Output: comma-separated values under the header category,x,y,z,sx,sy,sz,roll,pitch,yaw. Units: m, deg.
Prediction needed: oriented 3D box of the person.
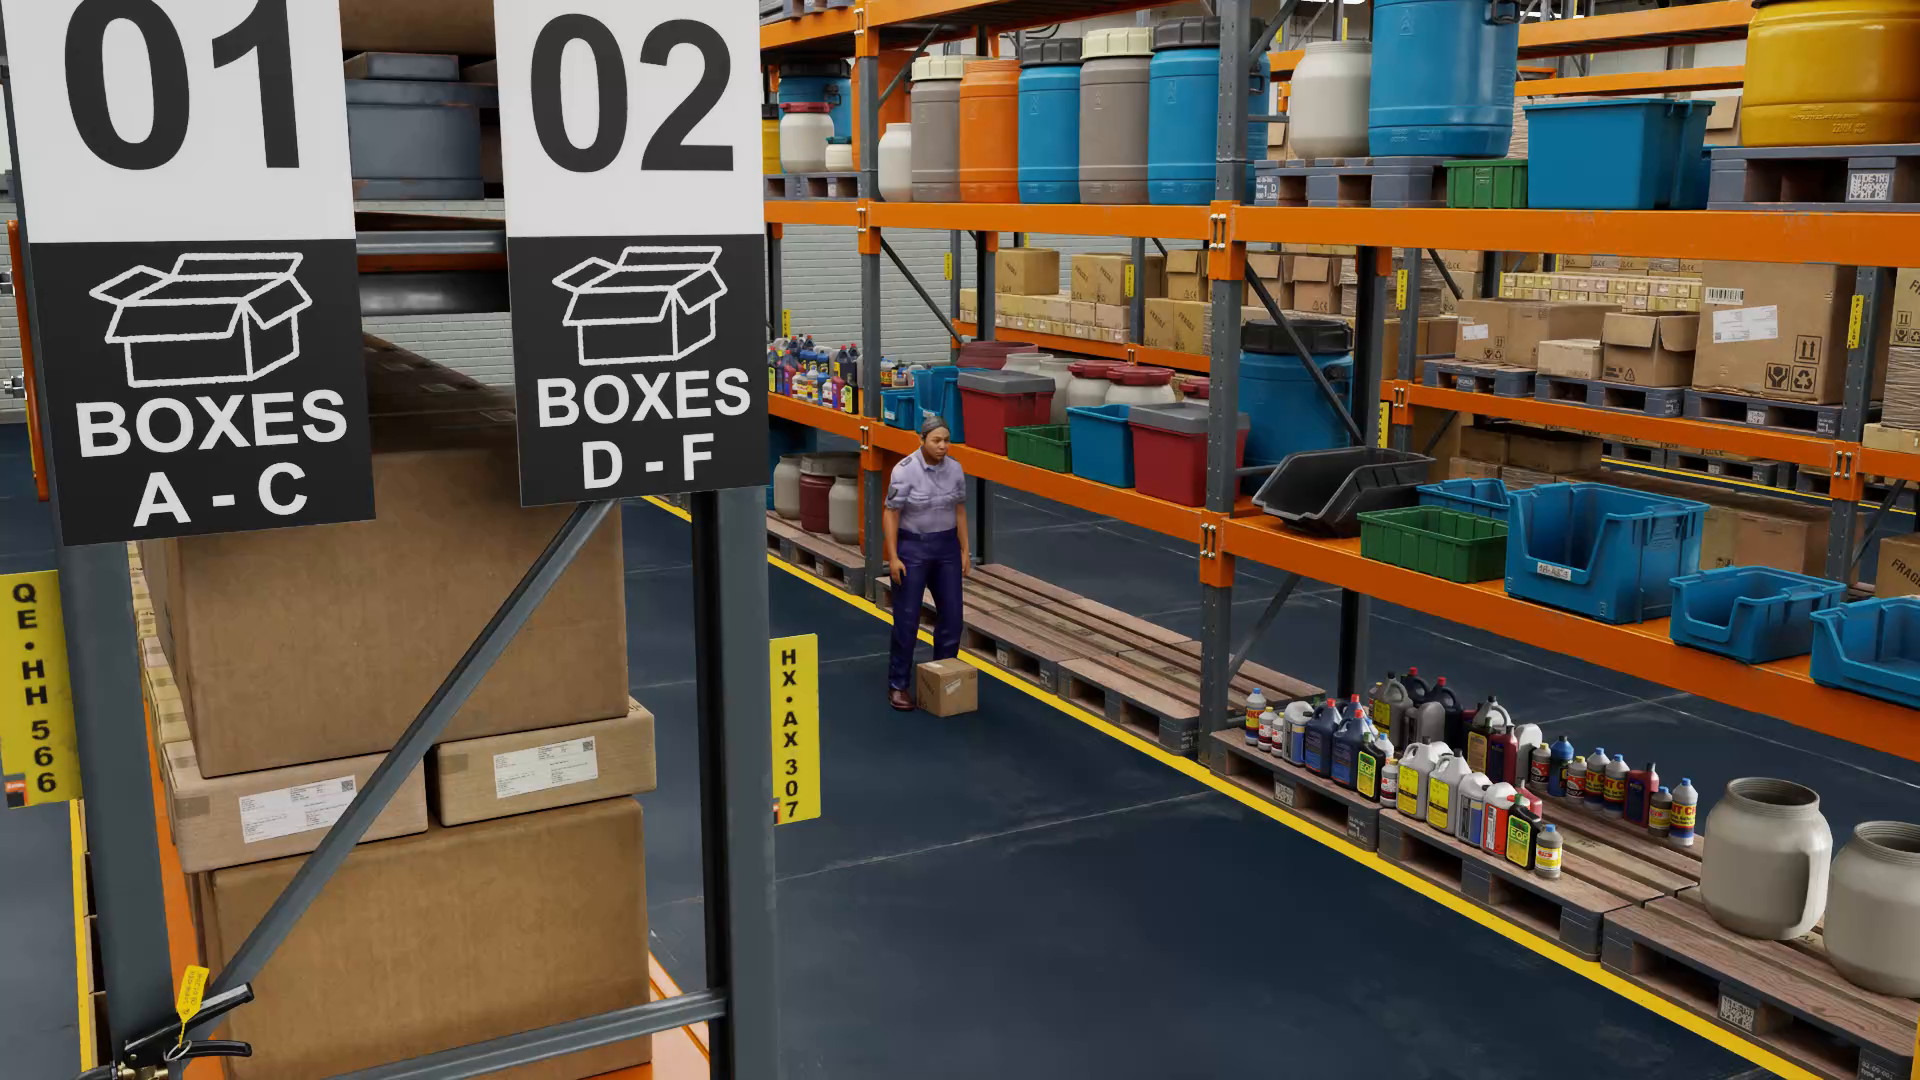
category,x,y,z,sx,sy,sz,roll,pitch,yaw
person,-0.179,0.109,9.451,0.539,1.652,0.412,-6,13,-28
